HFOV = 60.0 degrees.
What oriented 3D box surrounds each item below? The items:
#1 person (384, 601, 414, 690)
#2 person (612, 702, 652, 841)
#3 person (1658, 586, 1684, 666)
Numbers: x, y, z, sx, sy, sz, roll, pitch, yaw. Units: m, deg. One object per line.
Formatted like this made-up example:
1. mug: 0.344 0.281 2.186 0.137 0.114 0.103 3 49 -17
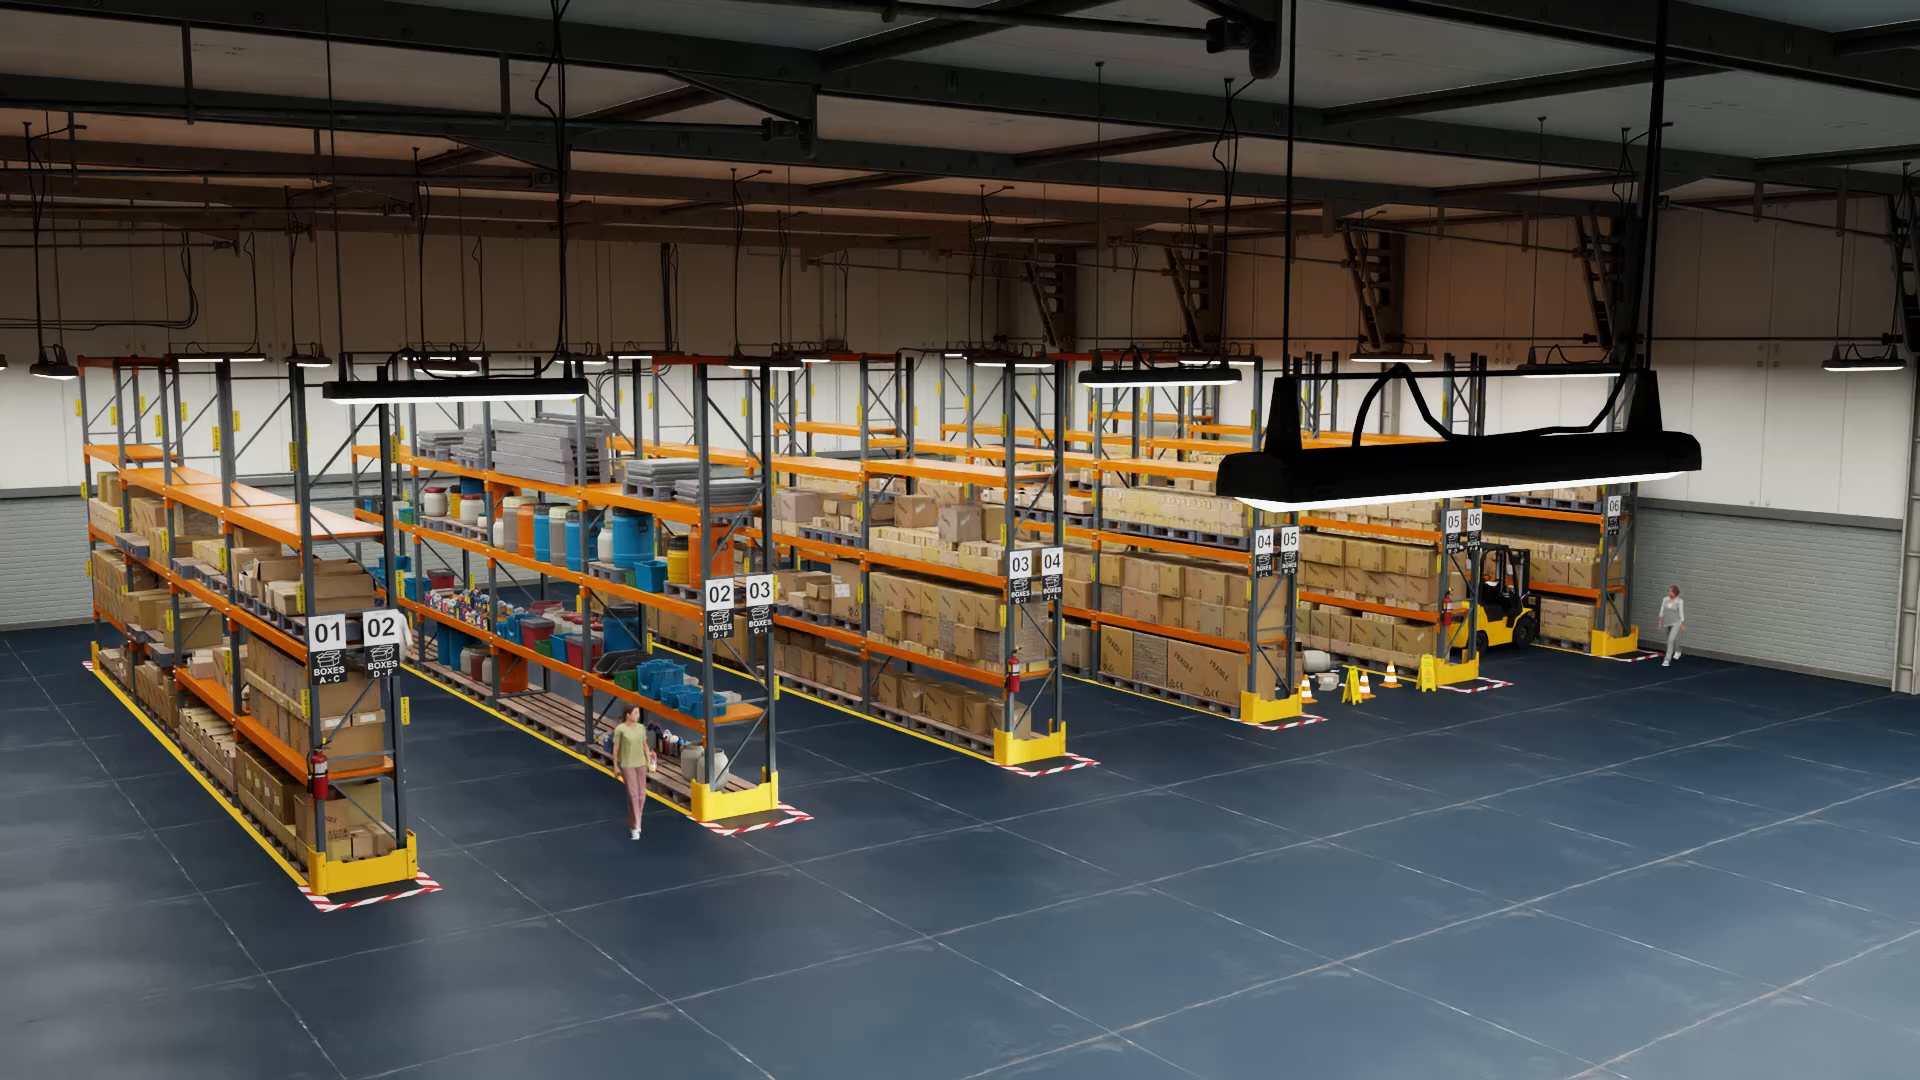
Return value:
1. person: -9.971 1.951 29.260 0.675 1.625 1.102 -5 8 -34
2. person: -4.144 2.961 21.296 0.469 1.701 0.625 -6 9 -40
3. person: 13.835 1.637 32.291 0.917 1.551 0.432 -6 9 -42
